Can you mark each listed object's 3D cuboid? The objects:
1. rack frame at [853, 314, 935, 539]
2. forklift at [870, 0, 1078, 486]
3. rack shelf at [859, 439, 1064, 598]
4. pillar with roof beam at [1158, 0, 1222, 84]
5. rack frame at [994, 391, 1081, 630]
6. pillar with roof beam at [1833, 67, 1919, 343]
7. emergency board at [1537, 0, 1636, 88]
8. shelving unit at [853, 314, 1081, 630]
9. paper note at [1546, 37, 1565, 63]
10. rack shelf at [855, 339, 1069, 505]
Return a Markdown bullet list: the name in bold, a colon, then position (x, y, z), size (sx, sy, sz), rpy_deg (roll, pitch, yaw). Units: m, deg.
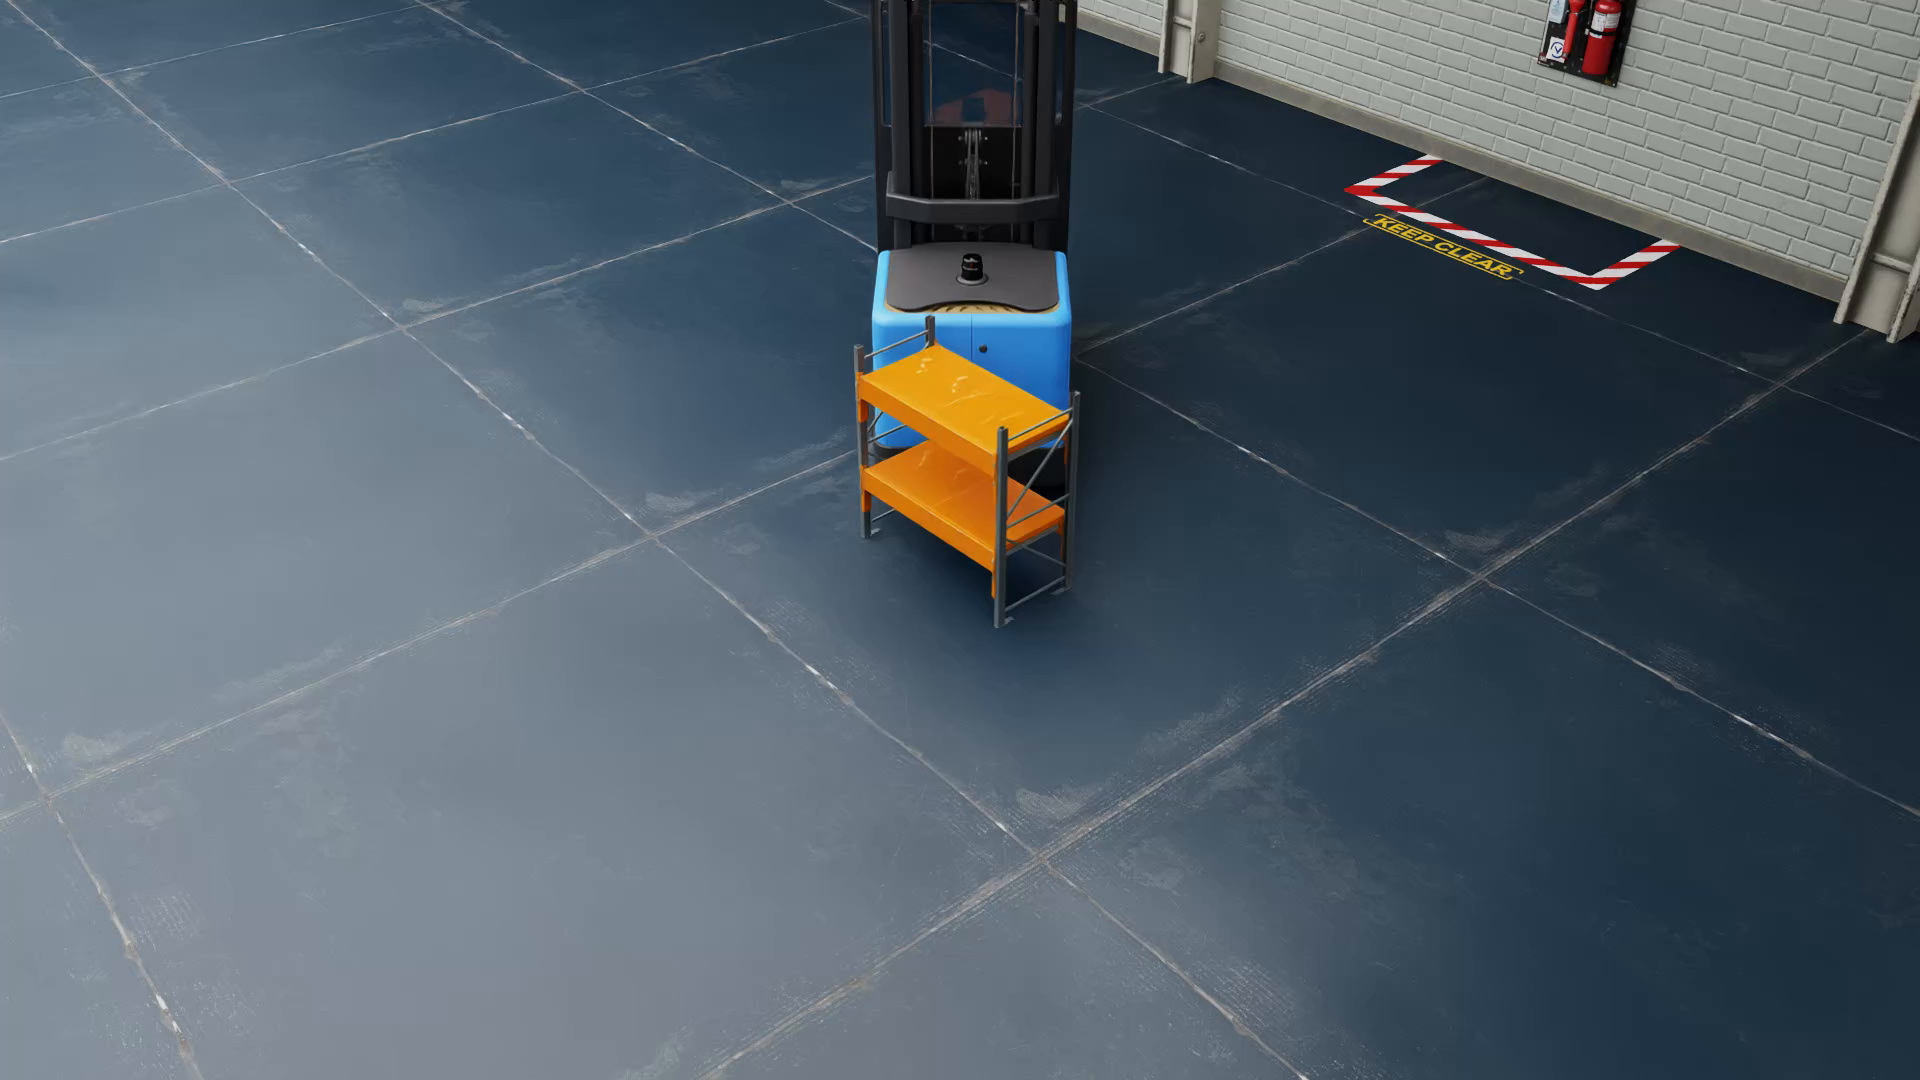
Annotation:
- **rack frame**: position (-0.319, -0.566, 8.477), size (0.500, 1.125, 0.032), rpy_deg (-27, 44, -33)
- **forklift**: position (0.074, -2.302, 9.365), size (1.130, 2.935, 3.031), rpy_deg (0, 35, 0)
- **rack shelf**: position (0.021, -0.148, 8.310), size (0.538, 0.278, 1.000), rpy_deg (-27, 44, -33)
- **pillar with roof beam**: position (-1.336, -6.086, 9.458), size (9.100, 9.000, 0.400), rpy_deg (-26, 43, -32)
- **rack frame**: position (0.361, -0.129, 7.860), size (0.500, 1.125, 0.032), rpy_deg (-27, 44, -33)
- **pillar with roof beam**: position (2.536, -3.437, 5.718), size (9.100, 9.000, 0.400), rpy_deg (-26, 43, -32)
- **emergency board**: position (4.259, -3.699, 11.279), size (0.194, 1.169, 0.643), rpy_deg (-26, 43, -32)
- **shelving unit**: position (0.021, -0.347, 8.169), size (0.538, 1.125, 1.048), rpy_deg (-27, 44, -33)
- **paper note**: position (4.197, -3.444, 11.681), size (0.016, 0.148, 0.142), rpy_deg (-26, 43, -32)
- **rack shelf**: position (0.021, -0.586, 7.999), size (0.538, 0.278, 1.000), rpy_deg (-27, 44, -33)
